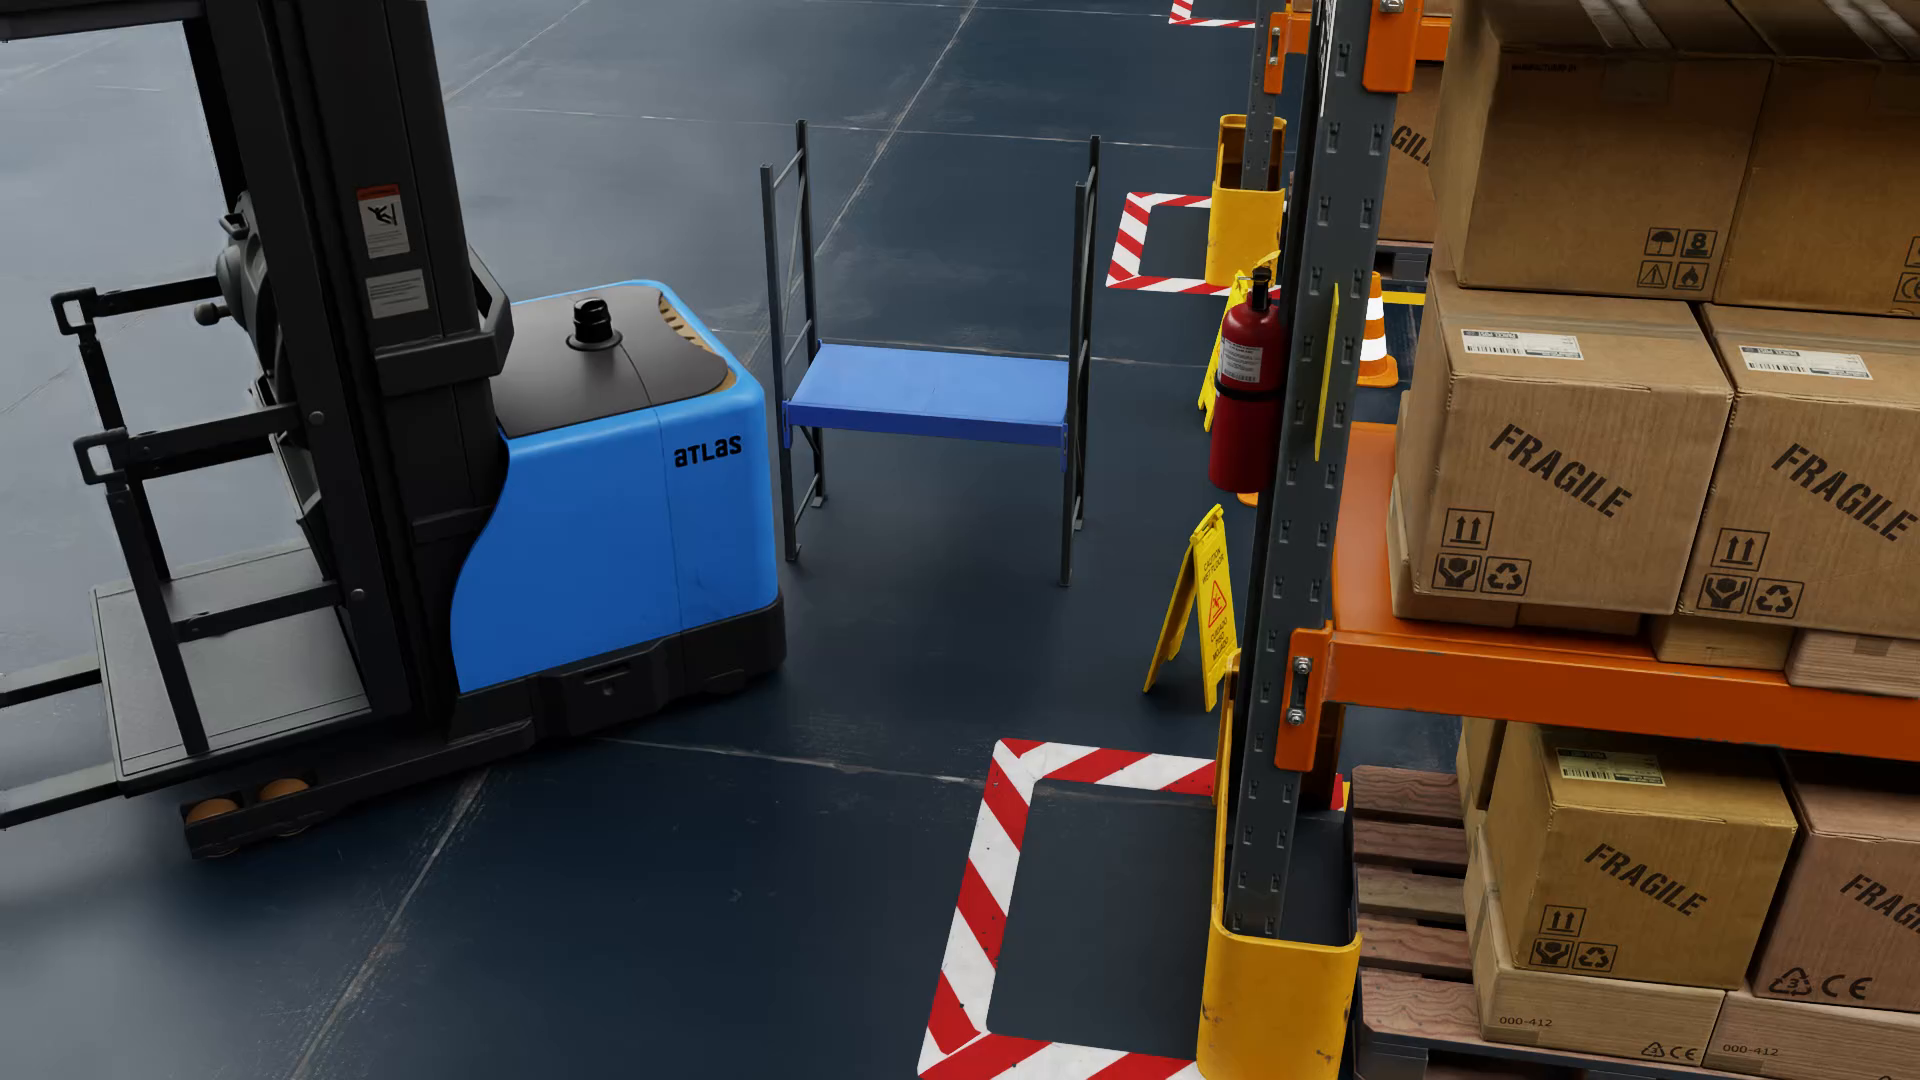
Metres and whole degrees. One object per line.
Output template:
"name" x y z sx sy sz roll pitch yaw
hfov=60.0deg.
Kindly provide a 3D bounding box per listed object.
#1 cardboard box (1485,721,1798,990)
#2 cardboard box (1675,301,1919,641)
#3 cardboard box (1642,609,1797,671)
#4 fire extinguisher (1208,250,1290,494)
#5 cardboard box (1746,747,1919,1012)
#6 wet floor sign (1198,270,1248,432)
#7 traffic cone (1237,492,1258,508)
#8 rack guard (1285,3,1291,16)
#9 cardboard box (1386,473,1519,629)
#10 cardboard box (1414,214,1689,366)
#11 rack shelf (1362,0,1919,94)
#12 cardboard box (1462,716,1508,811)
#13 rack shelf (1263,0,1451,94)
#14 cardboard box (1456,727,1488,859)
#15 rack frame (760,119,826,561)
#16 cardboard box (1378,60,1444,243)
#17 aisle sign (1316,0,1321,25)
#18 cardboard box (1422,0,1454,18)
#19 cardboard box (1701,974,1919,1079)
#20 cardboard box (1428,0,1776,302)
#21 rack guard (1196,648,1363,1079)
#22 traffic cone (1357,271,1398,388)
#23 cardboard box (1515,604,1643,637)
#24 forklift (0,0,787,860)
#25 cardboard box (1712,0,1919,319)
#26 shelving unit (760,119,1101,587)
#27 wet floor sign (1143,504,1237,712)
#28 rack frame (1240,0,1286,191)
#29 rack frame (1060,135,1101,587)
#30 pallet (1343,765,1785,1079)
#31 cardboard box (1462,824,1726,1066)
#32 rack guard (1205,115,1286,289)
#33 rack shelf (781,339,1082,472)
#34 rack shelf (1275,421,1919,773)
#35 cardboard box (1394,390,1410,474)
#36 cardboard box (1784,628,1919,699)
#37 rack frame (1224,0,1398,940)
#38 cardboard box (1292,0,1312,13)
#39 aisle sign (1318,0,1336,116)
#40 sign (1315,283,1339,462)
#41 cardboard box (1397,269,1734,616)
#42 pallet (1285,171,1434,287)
"cardboard box" 1.547 0.660 3.857 0.500 0.500 0.500 4 32 7
"cardboard box" 1.706 -0.165 3.311 0.500 0.500 0.500 6 33 10
"cardboard box" 1.574 0.098 3.503 0.250 0.149 0.380 4 32 7
"fire extinguisher" 0.740 -0.447 4.209 0.183 0.674 0.296 5 32 8
"cardboard box" 2.063 0.704 3.786 0.500 0.500 0.500 4 32 6
"wet floor sign" 1.147 -0.795 6.912 0.232 0.644 0.267 0 32 0
"traffic cone" 1.268 -0.400 6.453 0.334 0.463 0.336 5 32 8
"rack guard" 2.517 -4.345 12.720 0.348 0.500 1.175 5 32 8
"cardboard box" 1.075 0.017 3.632 0.250 0.149 0.380 5 32 8
"cardboard box" 1.356 -0.492 3.835 0.500 0.500 0.500 5 32 7
"rack shelf" 2.747 -1.016 2.897 4.000 0.370 1.077 5 32 8
"cardboard box" 1.609 0.377 4.310 0.500 0.500 0.500 5 32 9
"rack shelf" 3.480 -2.343 7.843 4.000 0.370 1.077 5 32 8
"cardboard box" 1.641 0.693 4.511 0.500 0.250 0.500 5 32 8
"rack frame" -0.585 -0.689 5.937 0.032 1.500 0.500 5 32 8
"cardboard box" 2.188 -2.077 8.348 0.875 0.875 0.875 5 32 8
"aisle sign" 0.763 -1.487 3.349 0.004 0.787 0.394 5 32 8
"cardboard box" 2.427 -2.842 7.823 0.550 0.550 0.875 5 32 8
"cardboard box" 2.026 1.026 3.980 0.500 0.250 0.500 6 33 10
"cardboard box" 1.315 -0.889 3.526 0.500 0.500 0.700 4 32 7
"rack guard" 0.850 0.838 4.440 0.348 0.500 1.175 5 32 8
"traffic cone" 1.793 -0.961 7.348 0.334 0.463 0.336 5 32 8
"cardboard box" 1.326 0.032 3.608 0.250 0.149 0.380 6 32 9
"forklift" -2.121 -0.650 4.525 3.031 2.935 1.130 -16 35 -23
"cardboard box" 1.813 -0.840 3.448 0.500 0.500 0.700 5 32 9
"shelving unit" -0.084 -0.643 5.864 1.048 1.500 0.538 5 32 8
"wet floor sign" 0.768 0.193 5.333 0.232 0.644 0.267 17 36 25
"rack frame" 1.508 -2.826 7.938 0.127 3.000 1.000 5 32 8
"rack frame" 0.417 -0.598 5.792 0.032 1.500 0.500 5 32 8
"pallet" 1.645 1.052 4.371 1.213 0.211 1.003 5 32 8
"cardboard box" 1.524 0.976 4.059 0.500 0.250 0.500 5 32 8
"rack guard" 1.485 -1.769 8.604 0.348 0.500 1.175 5 32 8
"rack shelf" -0.084 -0.491 5.960 1.000 0.185 0.538 5 32 8
"rack shelf" 2.747 0.255 3.693 4.000 0.370 1.077 5 32 8
"cardboard box" 1.180 -0.200 3.979 0.250 0.149 0.380 6 33 10
"cardboard box" 1.817 0.145 3.428 0.250 0.149 0.380 6 32 9
"rack frame" 0.775 -0.228 3.787 0.127 3.000 1.000 5 32 8
"cardboard box" 1.882 -2.880 7.883 0.550 0.550 0.875 5 32 8
"aisle sign" 0.662 -1.173 2.847 0.004 0.787 0.394 5 32 8
"sign" 0.684 -0.311 3.104 0.005 0.325 0.100 5 32 8
"cardboard box" 1.195 -0.209 3.382 0.500 0.500 0.500 5 32 7
"pallet" 2.310 -1.613 8.629 1.213 0.211 1.003 5 32 8
